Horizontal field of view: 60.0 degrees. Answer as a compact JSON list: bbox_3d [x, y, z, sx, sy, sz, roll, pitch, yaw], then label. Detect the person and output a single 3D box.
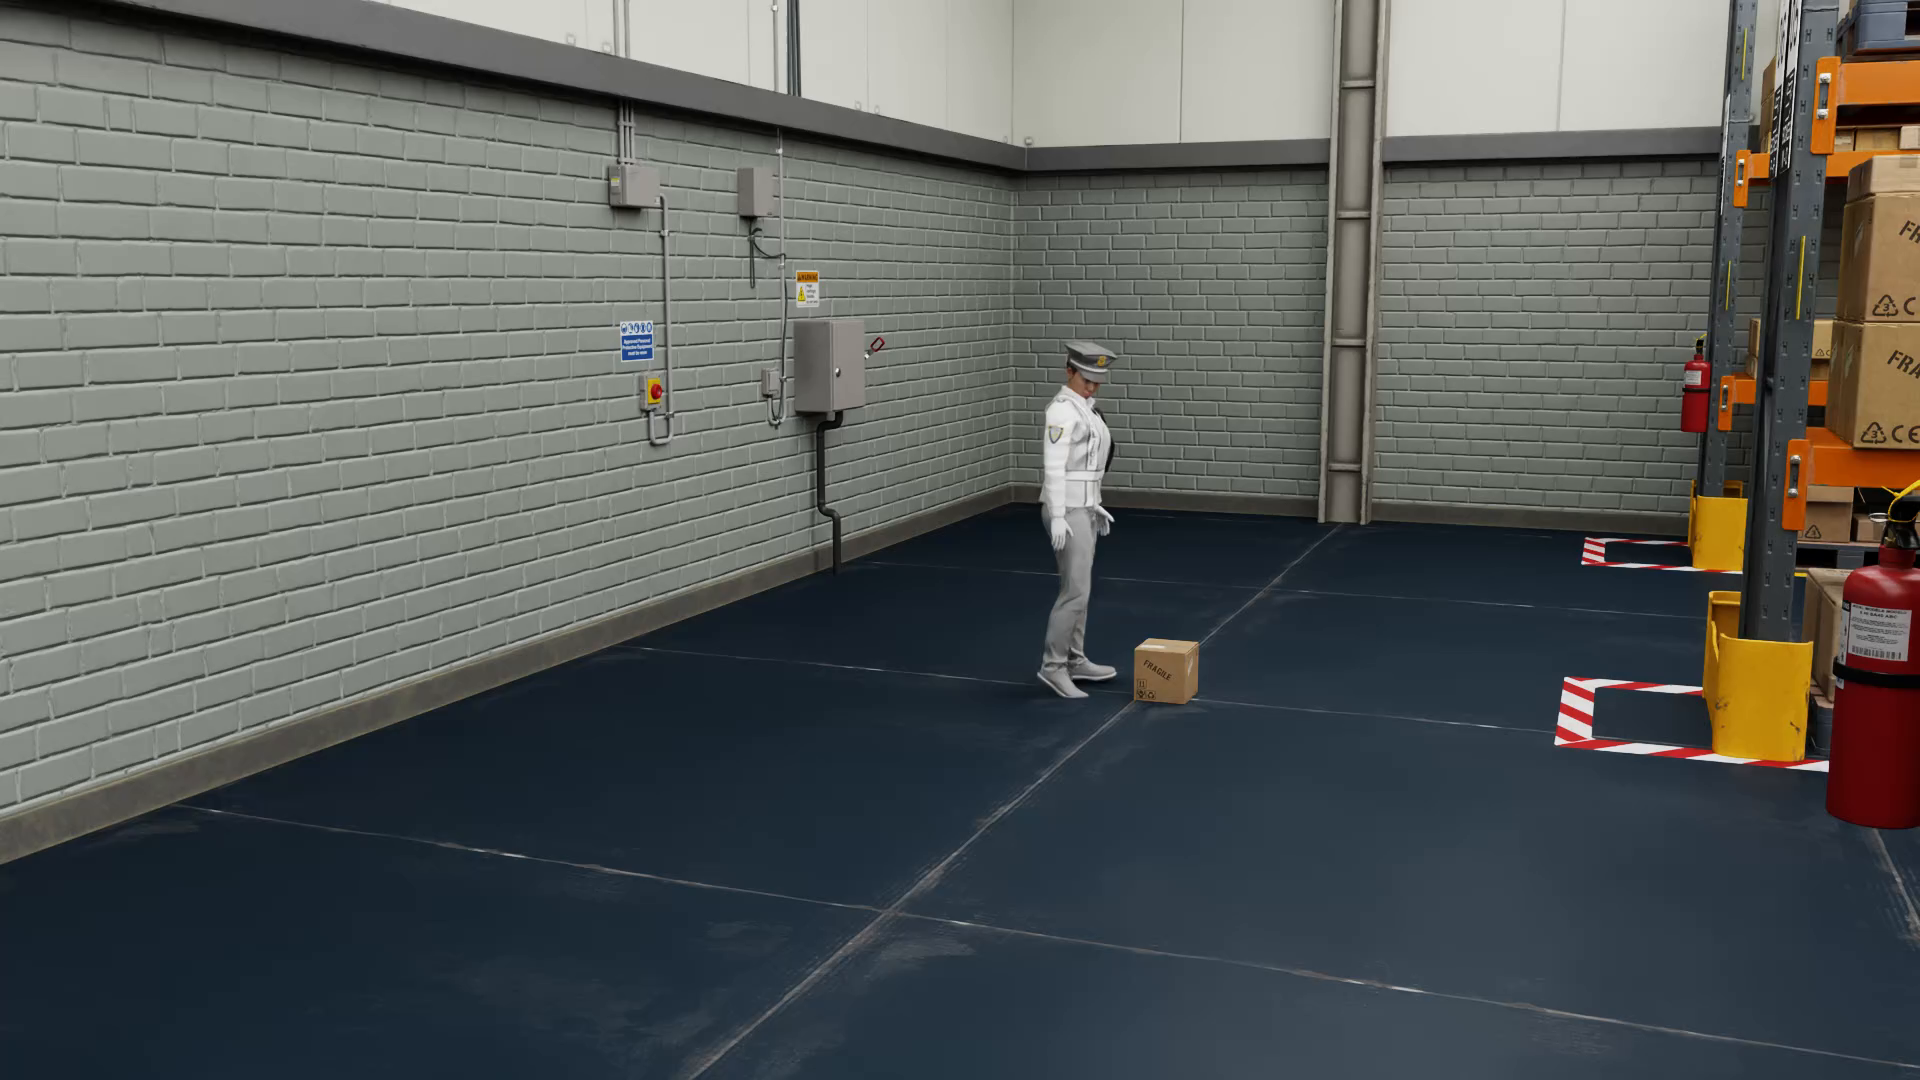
[{"bbox_3d":[0.574,-0.094,8.014,0.373,1.707,0.562,2,9,12],"label":"person"}]
